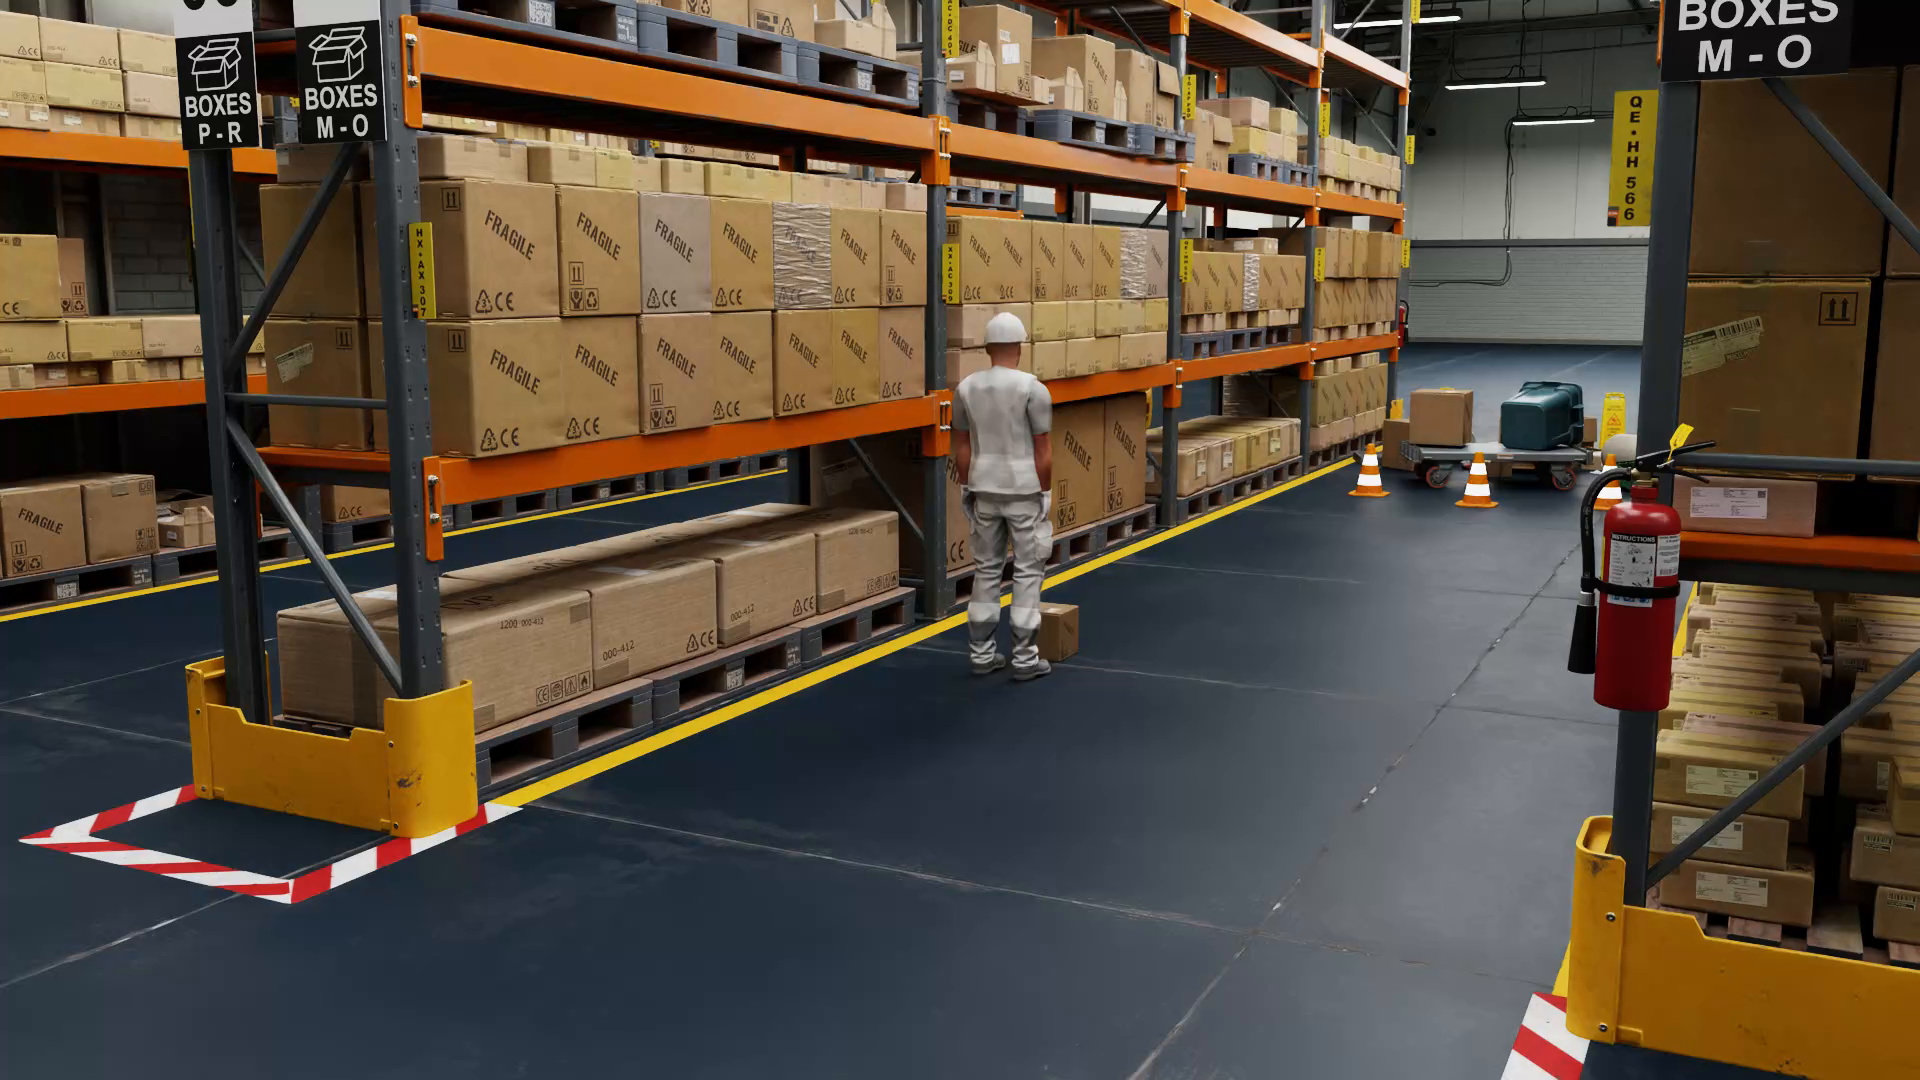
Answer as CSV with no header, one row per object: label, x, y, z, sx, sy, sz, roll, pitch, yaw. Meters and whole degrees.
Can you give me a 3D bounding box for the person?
person,0.225,-0.215,8.166,0.526,1.782,0.342,5,10,27
